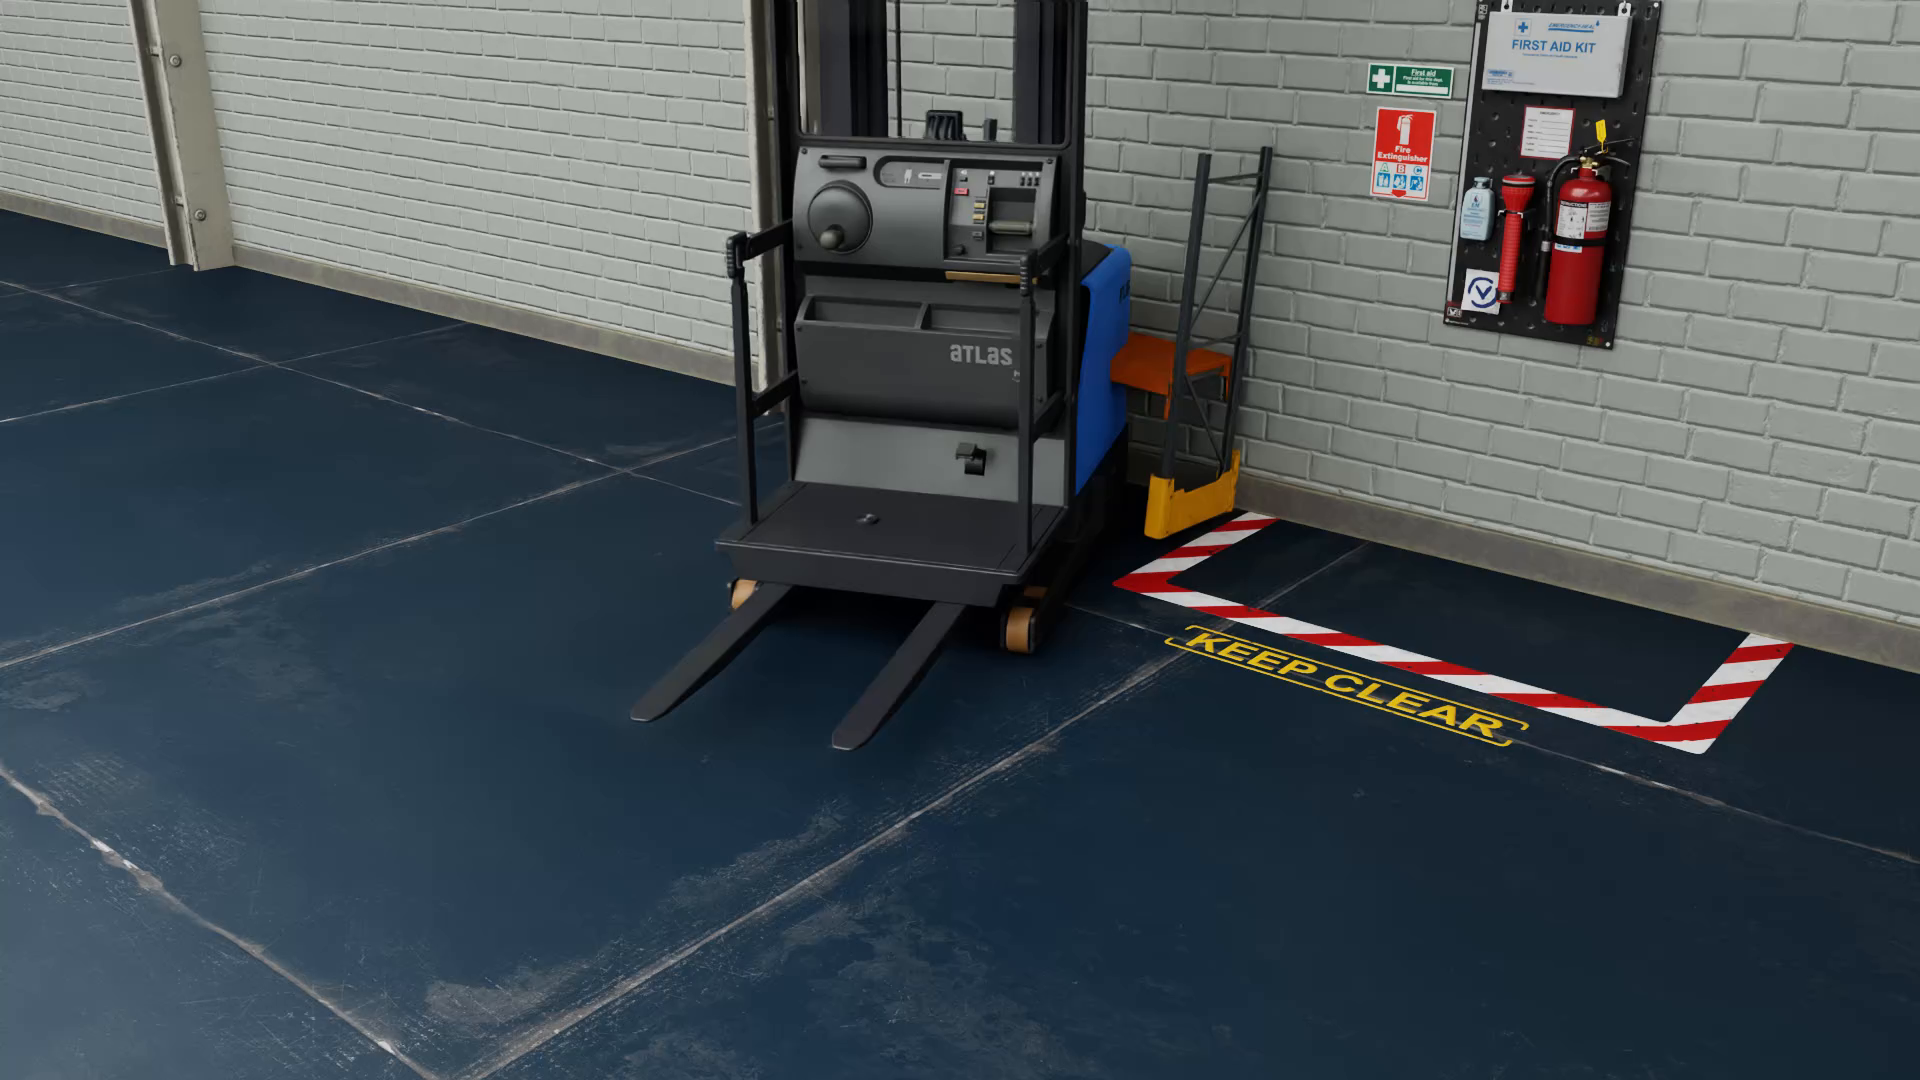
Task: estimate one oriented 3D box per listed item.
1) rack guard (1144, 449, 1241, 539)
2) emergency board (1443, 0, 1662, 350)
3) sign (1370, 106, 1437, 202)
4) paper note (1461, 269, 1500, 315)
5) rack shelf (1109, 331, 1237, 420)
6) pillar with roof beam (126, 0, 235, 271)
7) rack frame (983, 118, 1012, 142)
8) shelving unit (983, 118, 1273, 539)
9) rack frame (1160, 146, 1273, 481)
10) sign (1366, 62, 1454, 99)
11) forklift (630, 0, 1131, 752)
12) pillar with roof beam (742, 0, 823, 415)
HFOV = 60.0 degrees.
[{"bbox_3d":[0.953,-0.194,6.787,0.087,0.250,0.587,20,25,35],"label":"rack guard"},{"bbox_3d":[2.001,-1.261,5.760,0.643,1.169,0.194,16,26,36],"label":"emergency board"},{"bbox_3d":[1.638,-1.429,6.155,0.234,0.329,0.001,16,26,36],"label":"sign"},{"bbox_3d":[1.907,-0.907,6.070,0.142,0.148,0.016,16,26,36],"label":"paper note"},{"bbox_3d":[0.595,-0.750,6.926,1.000,0.185,0.538,20,25,35],"label":"rack shelf"},{"bbox_3d":[-8.127,-5.006,7.191,0.400,9.000,9.100,16,26,36],"label":"pillar with roof beam"},{"bbox_3d":[0.217,-1.057,7.158,0.032,1.500,0.500,20,25,35],"label":"rack frame"},{"bbox_3d":[0.614,-0.915,6.858,1.083,1.500,0.587,20,25,35],"label":"shelving unit"},{"bbox_3d":[0.998,-0.778,6.569,0.032,1.500,0.500,20,25,35],"label":"rack frame"},{"bbox_3d":[1.636,-1.673,6.053,0.331,0.109,0.001,16,26,36],"label":"sign"},{"bbox_3d":[-0.186,-1.137,5.530,1.130,2.935,3.031,6,21,15],"label":"forklift"},{"bbox_3d":[-3.479,-3.668,3.641,0.400,9.000,9.100,16,26,36],"label":"pillar with roof beam"}]
